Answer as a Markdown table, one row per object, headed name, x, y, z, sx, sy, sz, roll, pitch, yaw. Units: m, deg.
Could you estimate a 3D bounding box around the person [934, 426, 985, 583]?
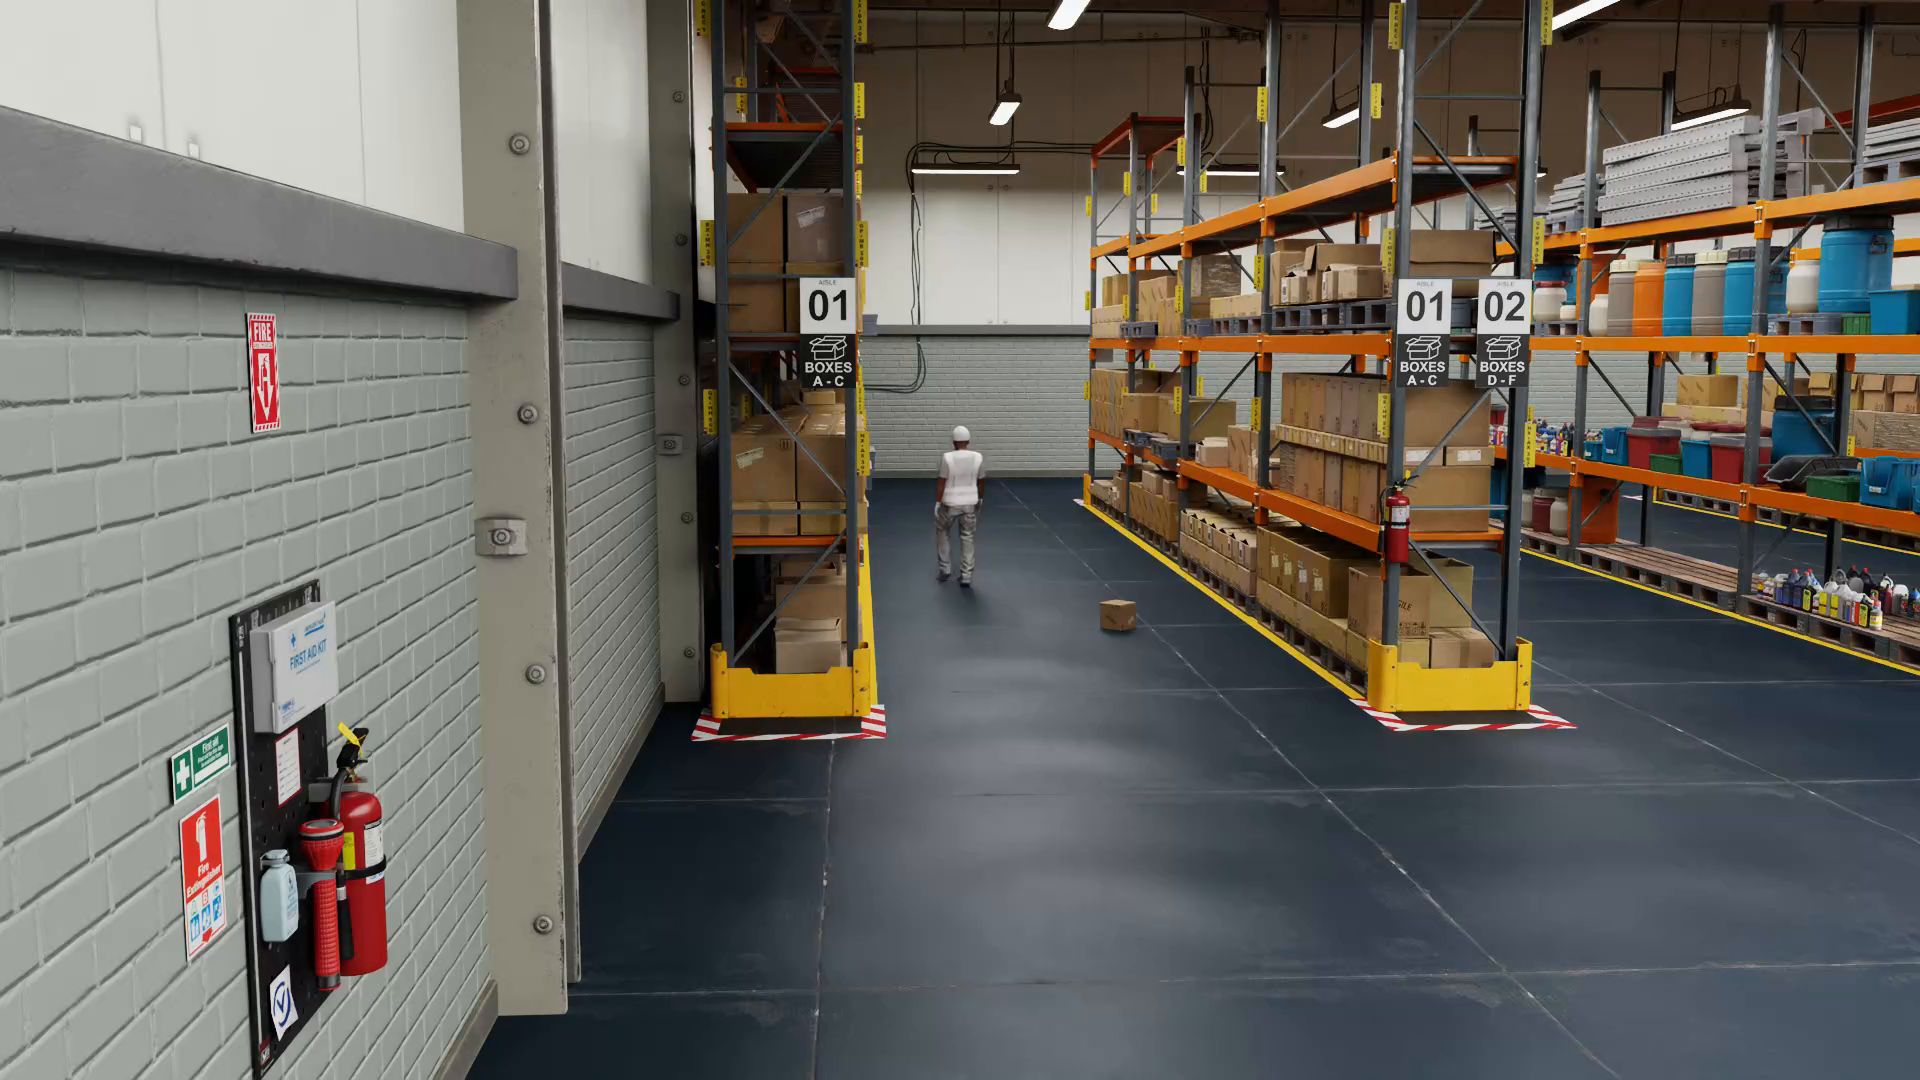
| name | x | y | z | sx | sy | sz | roll | pitch | yaw |
| --- | --- | --- | --- | --- | --- | --- | --- | --- | --- |
| person | -0.021 | -0.386 | 18.937 | 0.622 | 1.826 | 0.573 | -2 | 7 | -15 |
